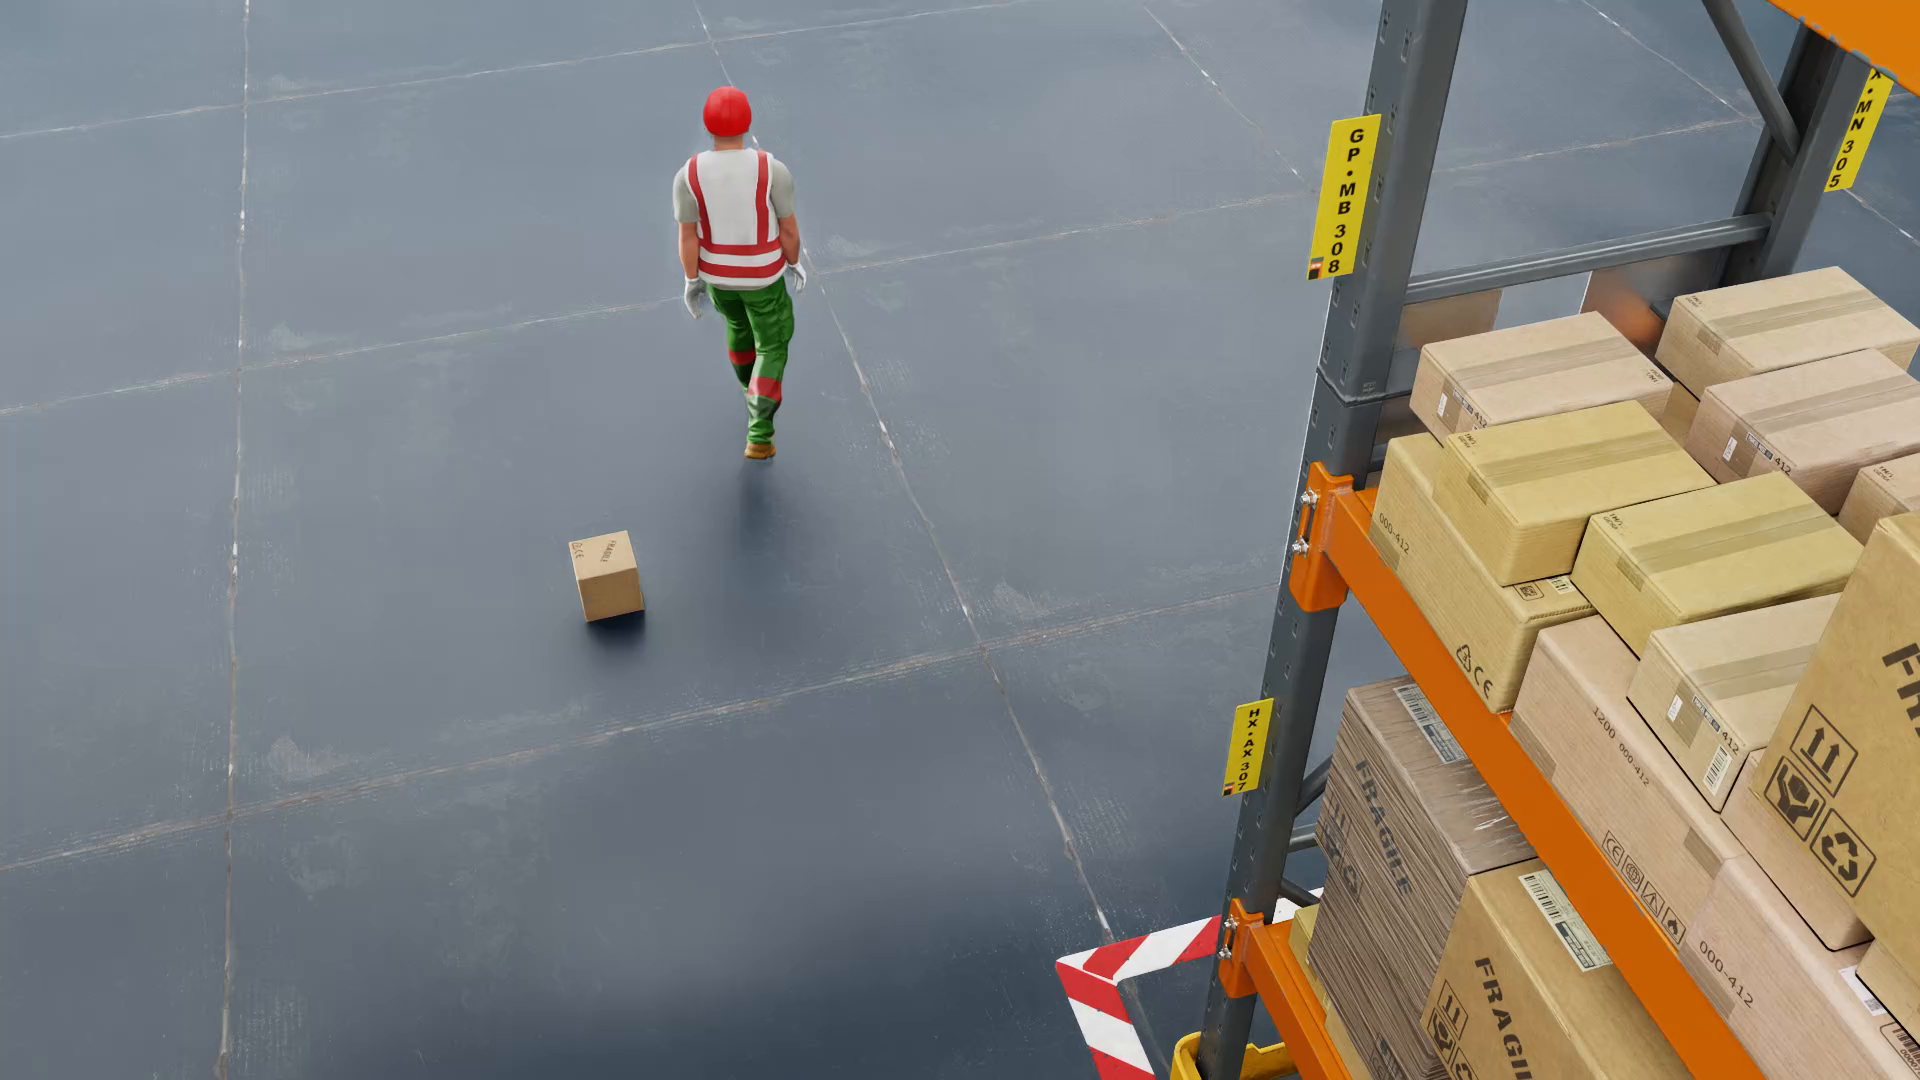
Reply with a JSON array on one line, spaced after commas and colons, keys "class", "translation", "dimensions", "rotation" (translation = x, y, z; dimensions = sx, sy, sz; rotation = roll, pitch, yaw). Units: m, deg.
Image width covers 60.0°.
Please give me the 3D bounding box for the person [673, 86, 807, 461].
[{"class": "person", "translation": [-0.975, -1.191, 7.475], "dimensions": [0.533, 1.758, 0.990], "rotation": [3, 42, 3]}]
